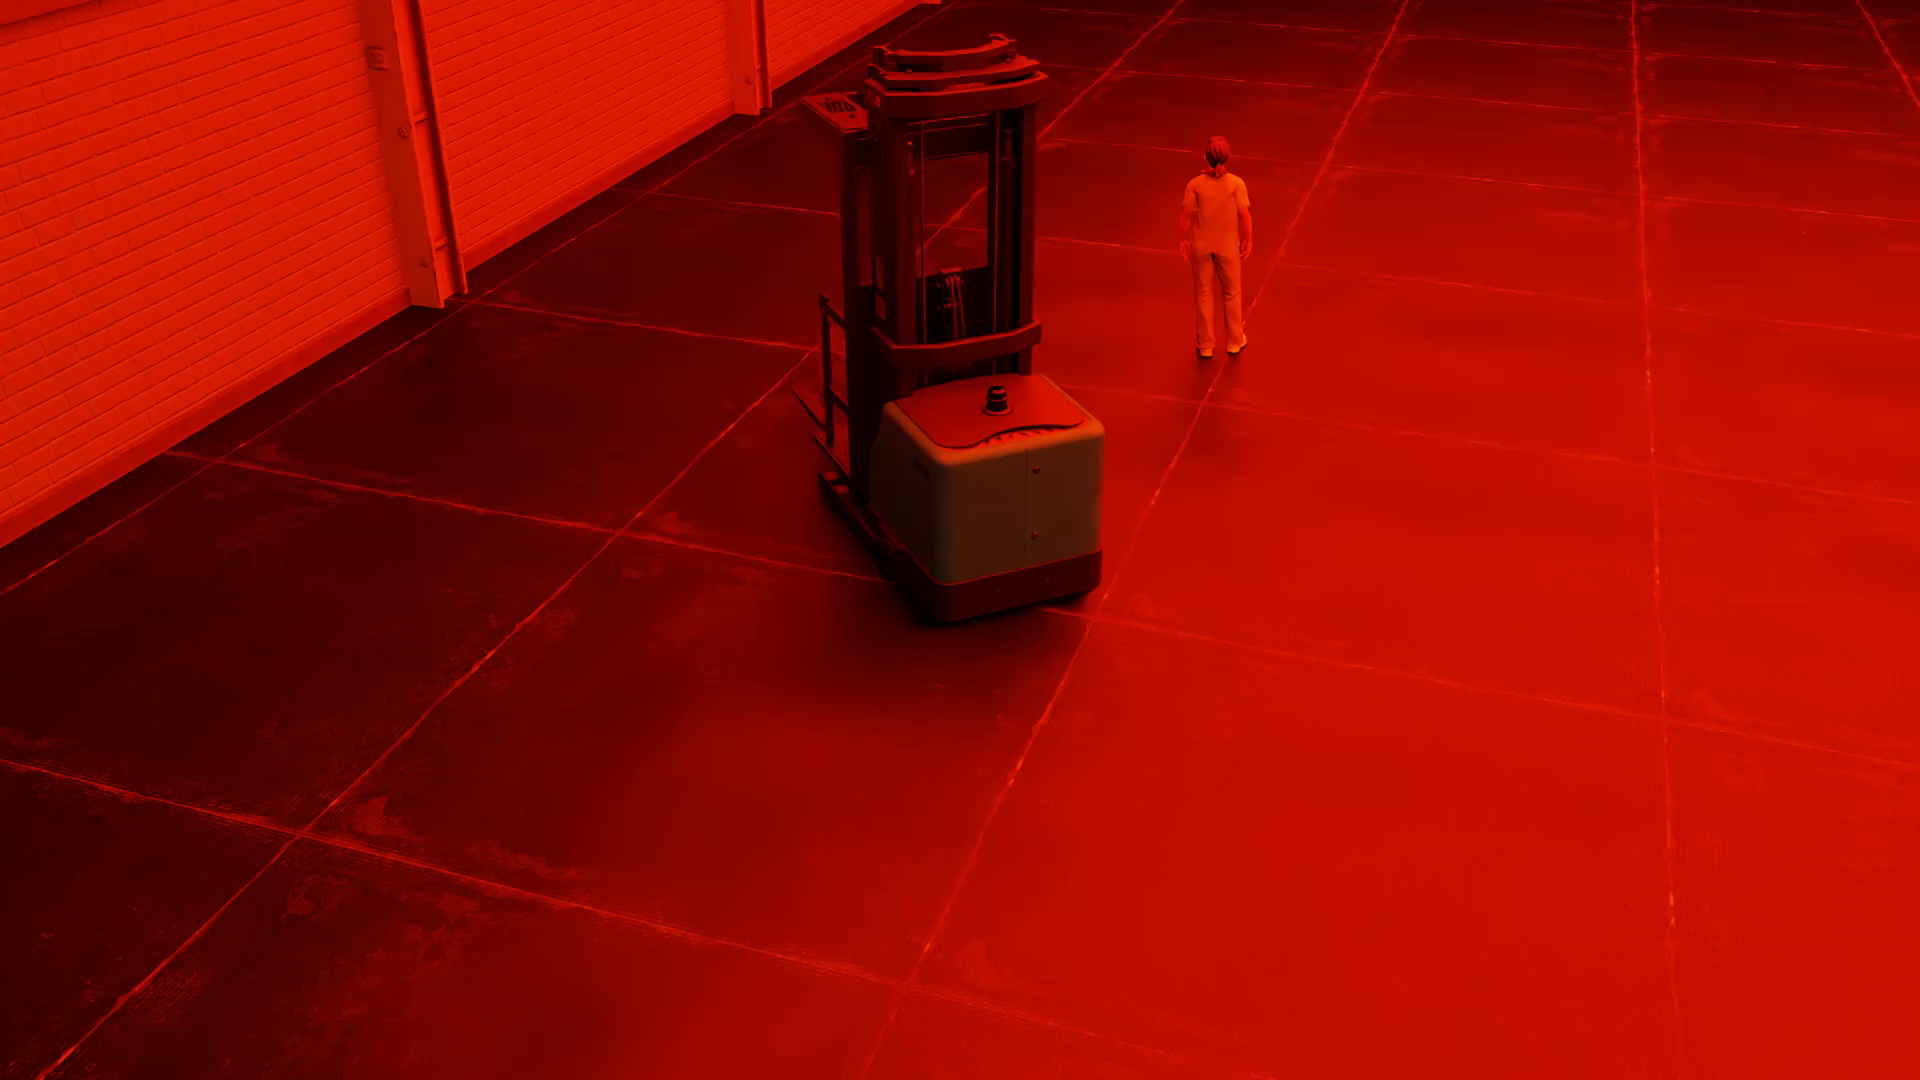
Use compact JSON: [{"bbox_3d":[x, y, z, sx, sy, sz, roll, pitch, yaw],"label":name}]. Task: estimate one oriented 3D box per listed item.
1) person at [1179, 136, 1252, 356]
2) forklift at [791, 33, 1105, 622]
[{"bbox_3d":[1.878,-2.156,12.183,0.549,1.662,0.549,6,30,11],"label":"person"},{"bbox_3d":[-0.251,-1.533,9.825,1.130,2.935,3.031,-12,32,-21],"label":"forklift"}]
